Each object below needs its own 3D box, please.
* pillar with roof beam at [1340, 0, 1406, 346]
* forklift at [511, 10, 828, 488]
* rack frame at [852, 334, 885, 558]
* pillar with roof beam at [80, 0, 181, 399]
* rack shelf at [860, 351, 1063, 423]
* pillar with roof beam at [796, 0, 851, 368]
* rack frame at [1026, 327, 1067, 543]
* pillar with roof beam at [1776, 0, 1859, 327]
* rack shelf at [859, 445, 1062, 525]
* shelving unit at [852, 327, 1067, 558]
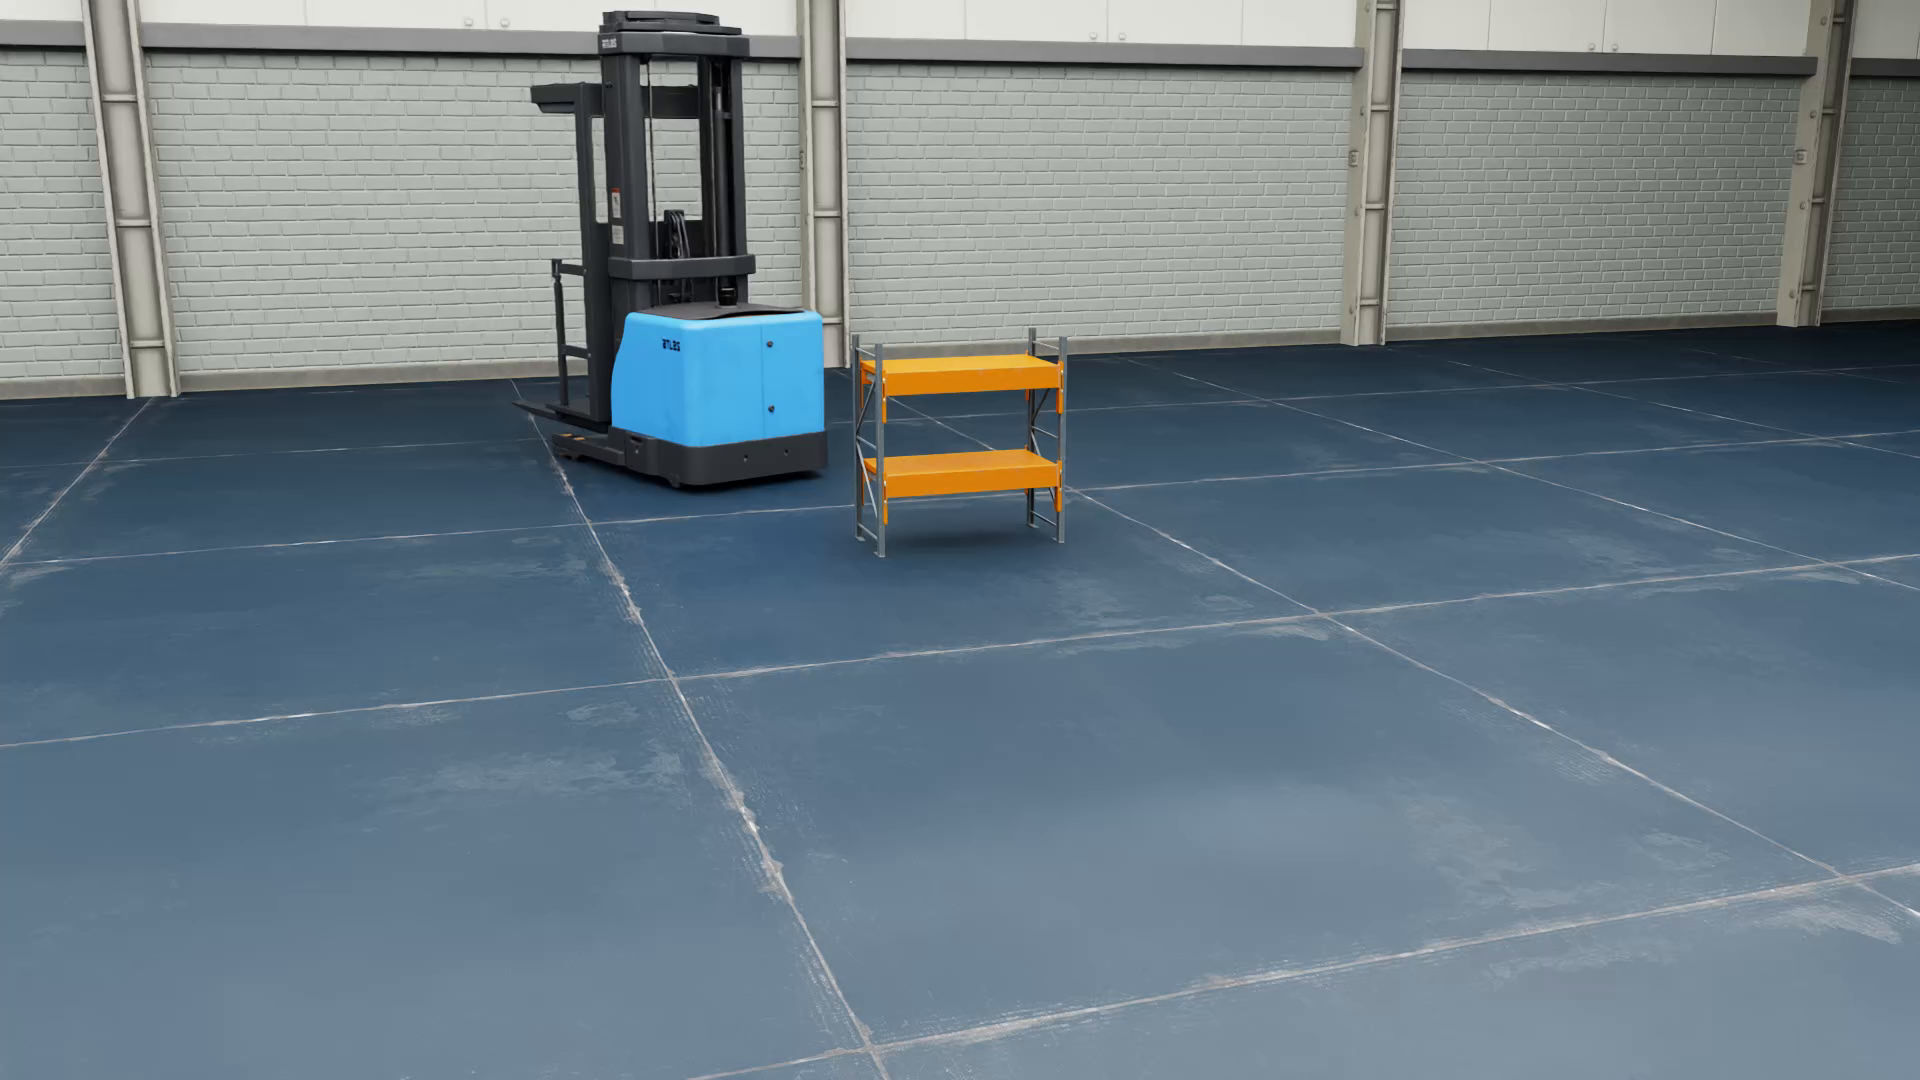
[{"bbox_3d":[5.759,-5.576,13.138,0.400,9.000,9.100,-4,14,-18],"label":"pillar with roof beam"},{"bbox_3d":[-2.182,-2.031,11.348,1.130,2.935,3.031,-11,17,-38],"label":"forklift"},{"bbox_3d":[-0.488,-0.509,8.853,0.032,1.125,0.500,-4,14,-18],"label":"rack frame"},{"bbox_3d":[-5.614,-4.690,9.415,0.400,9.000,9.100,-4,14,-18],"label":"pillar with roof beam"},{"bbox_3d":[-0.006,-0.831,8.943,1.000,0.278,0.538,-4,14,-18],"label":"rack shelf"},{"bbox_3d":[0.073,-5.133,11.276,0.400,9.000,9.100,-4,14,-18],"label":"pillar with roof beam"},{"bbox_3d":[0.475,-0.584,9.168,0.032,1.125,0.500,-4,14,-18],"label":"rack frame"},{"bbox_3d":[11.446,-6.019,15.000,0.400,9.000,9.100,-4,14,-18],"label":"pillar with roof beam"},{"bbox_3d":[-0.006,-0.309,9.067,1.000,0.278,0.538,-4,14,-18],"label":"rack shelf"},{"bbox_3d":[-0.006,-0.547,9.011,1.048,1.125,0.538,-4,14,-18],"label":"shelving unit"}]
